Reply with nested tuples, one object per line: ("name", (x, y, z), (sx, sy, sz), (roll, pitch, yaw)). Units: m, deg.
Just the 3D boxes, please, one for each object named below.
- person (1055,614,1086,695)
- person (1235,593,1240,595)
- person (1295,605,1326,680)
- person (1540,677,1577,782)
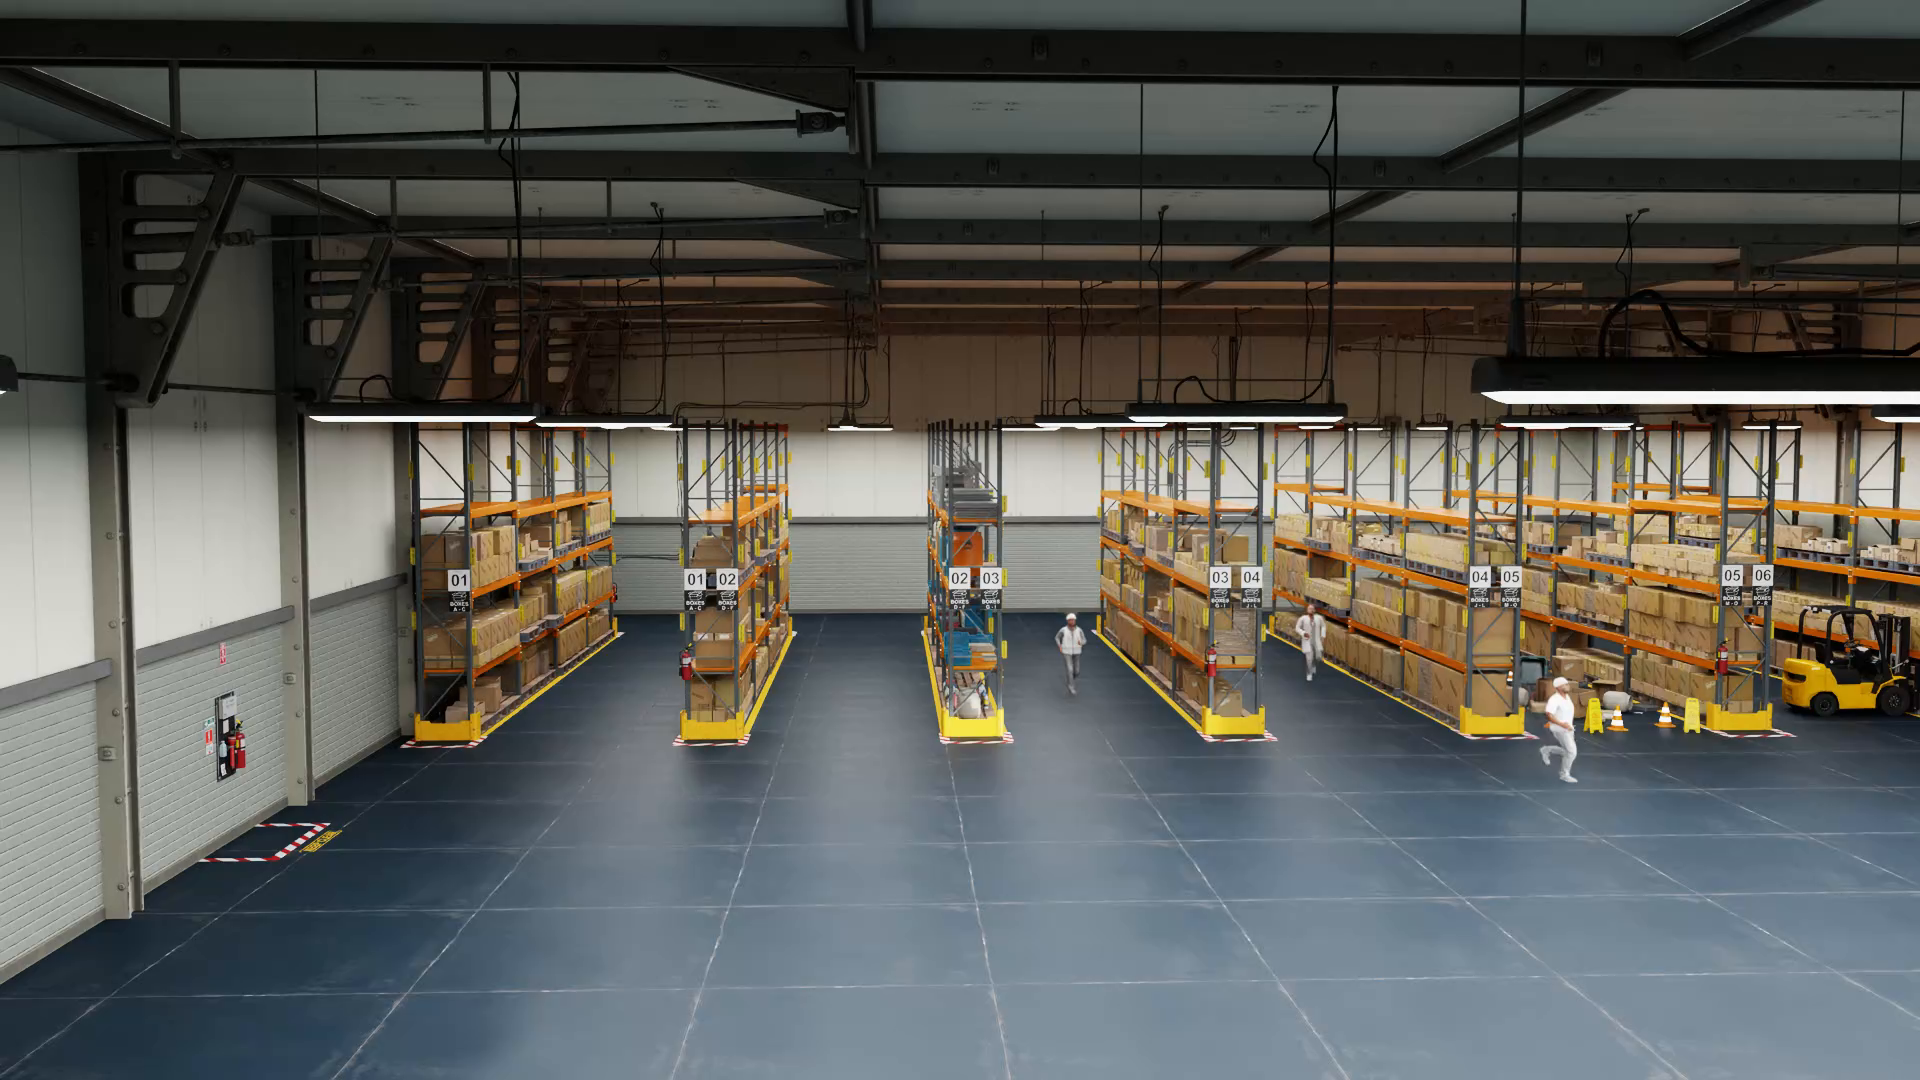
("person", (2.450, 2.494, 36.651), (0.668, 1.750, 0.912), (-1, 4, -11))
("person", (7.738, 1.855, 47.703), (0.641, 1.665, 0.650), (1, 4, 21))
("person", (8.172, 2.381, 38.692), (0.754, 1.743, 0.647), (0, 4, -3))
("person", (9.901, 3.115, 27.504), (0.661, 1.706, 0.720), (3, 5, 37))
